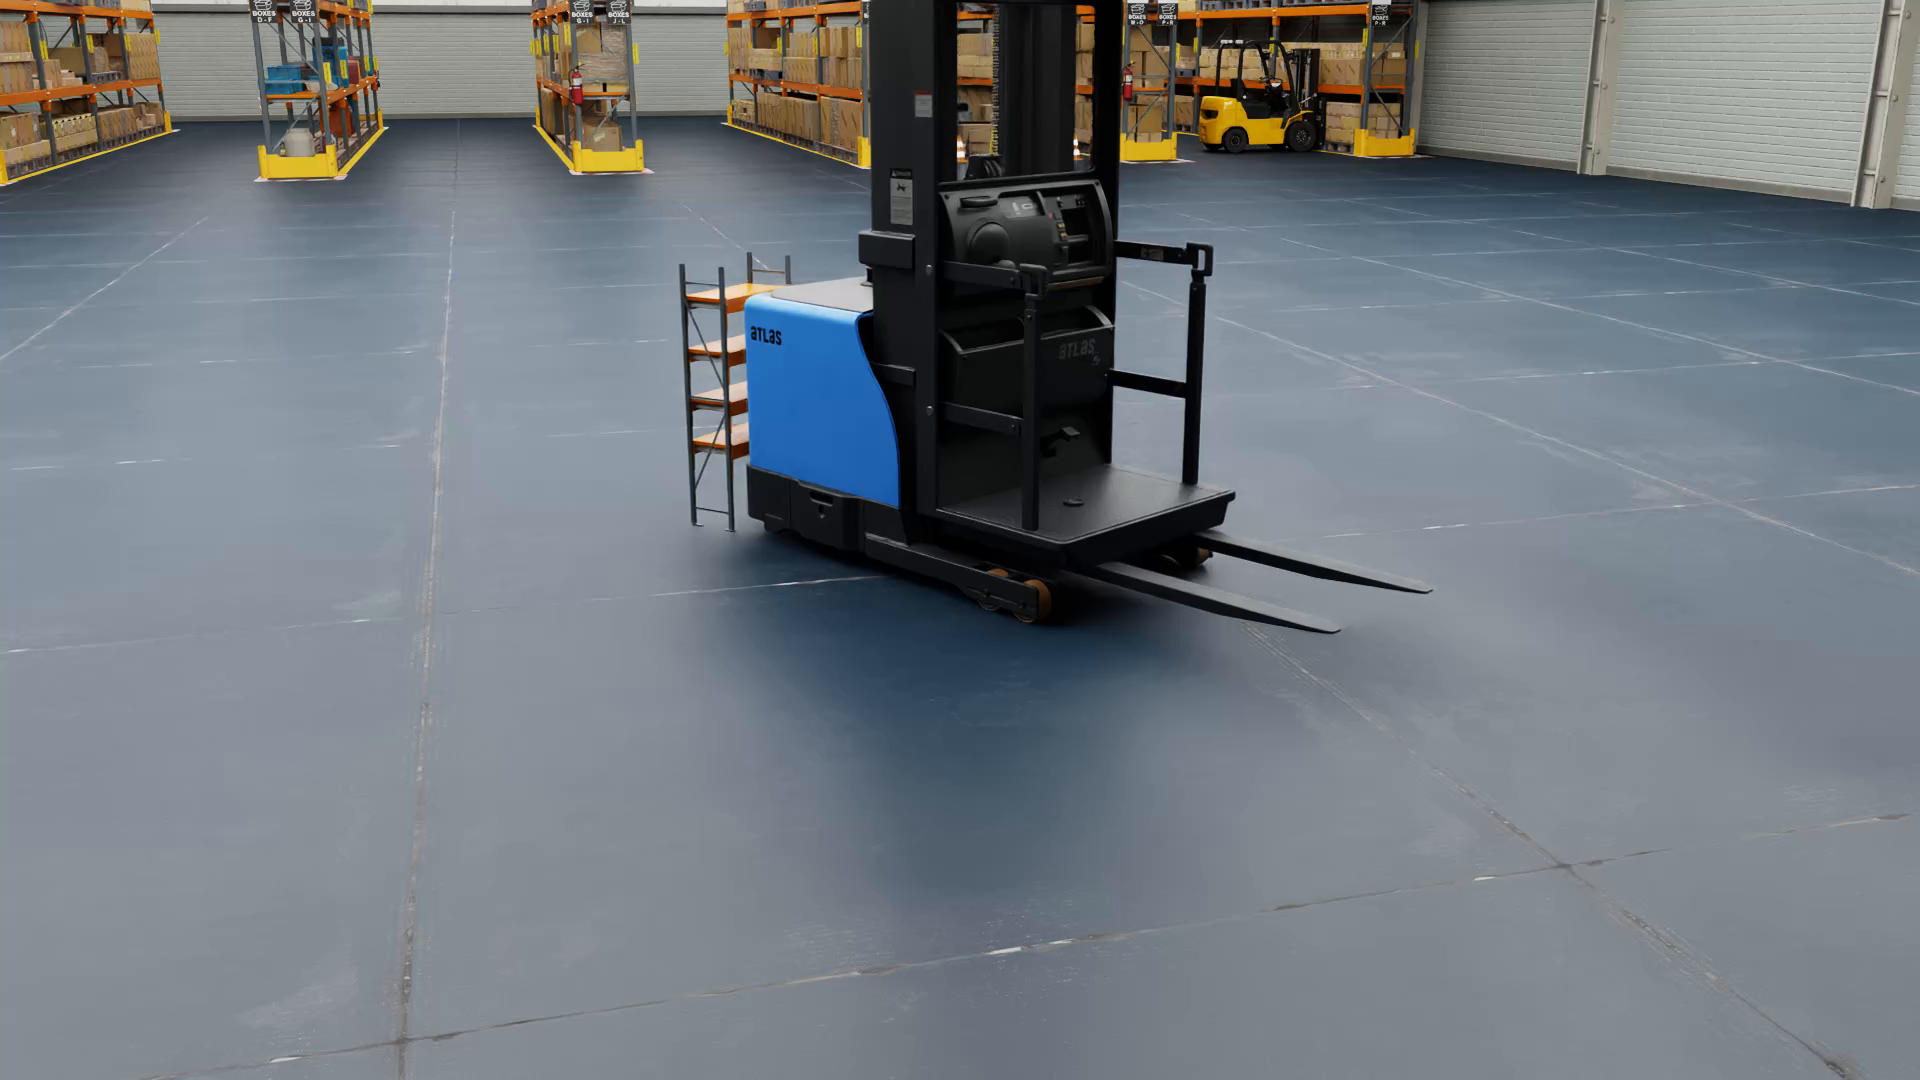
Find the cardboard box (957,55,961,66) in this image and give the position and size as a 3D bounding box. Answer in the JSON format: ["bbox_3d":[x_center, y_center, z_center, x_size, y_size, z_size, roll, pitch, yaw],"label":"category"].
[{"bbox_3d":[0.221,-11.775,40.831,0.500,0.250,0.500,-4,17,-14],"label":"cardboard box"}]

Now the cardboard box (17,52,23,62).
[{"bbox_3d":[-16.161,-8.202,28.243,0.380,0.149,0.250,-5,17,-15],"label":"cardboard box"}]

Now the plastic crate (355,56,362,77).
[{"bbox_3d":[-14.094,-11.045,38.792,0.402,0.464,0.583,-5,17,-15],"label":"plastic crate"}]

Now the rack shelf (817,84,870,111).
[{"bbox_3d":[-1.783,-8.364,31.333,1.077,0.370,4.000,-5,17,-15],"label":"rack shelf"}]

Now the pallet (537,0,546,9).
[{"bbox_3d":[-8.457,-11.524,35.717,1.213,0.211,1.003,-4,17,-13],"label":"pallet"}]

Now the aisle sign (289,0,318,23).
[{"bbox_3d":[-10.491,-8.648,26.509,0.394,0.787,0.004,-5,17,-15],"label":"aisle sign"}]

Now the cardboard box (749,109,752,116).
[{"bbox_3d":[-5.010,-10.589,41.197,0.380,0.149,0.250,-6,18,-18],"label":"cardboard box"}]

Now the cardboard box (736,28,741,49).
[{"bbox_3d":[-5.353,-12.680,42.021,0.500,0.500,0.500,-5,18,-17],"label":"cardboard box"}]

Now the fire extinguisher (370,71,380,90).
[{"bbox_3d":[-14.794,-11.687,41.929,0.296,0.674,0.183,-5,17,-15],"label":"fire extinguisher"}]

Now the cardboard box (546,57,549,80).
[{"bbox_3d":[-8.880,-10.451,36.855,0.500,0.500,0.500,-5,18,-17],"label":"cardboard box"}]

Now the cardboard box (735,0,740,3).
[{"bbox_3d":[-5.347,-13.618,41.753,0.500,0.250,0.500,-5,18,-17],"label":"cardboard box"}]

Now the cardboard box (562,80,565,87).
[{"bbox_3d":[-7.303,-8.624,31.384,0.380,0.149,0.250,-5,17,-15],"label":"cardboard box"}]

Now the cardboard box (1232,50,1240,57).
[{"bbox_3d":[6.336,-10.928,37.318,0.380,0.149,0.250,-5,17,-17],"label":"cardboard box"}]

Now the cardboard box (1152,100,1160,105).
[{"bbox_3d":[5.177,-10.855,41.990,0.500,0.500,0.500,-5,17,-17],"label":"cardboard box"}]

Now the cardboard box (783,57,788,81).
[{"bbox_3d":[-3.568,-10.271,36.256,0.500,0.500,0.500,-5,17,-15],"label":"cardboard box"}]

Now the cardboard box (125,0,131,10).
[{"bbox_3d":[-18.883,-11.986,37.186,0.500,0.250,0.500,-5,17,-15],"label":"cardboard box"}]

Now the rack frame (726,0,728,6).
[{"bbox_3d":[-5.631,-15.454,43.258,1.000,3.000,0.127,-5,17,-15],"label":"rack frame"}]

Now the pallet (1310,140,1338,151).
[{"bbox_3d":[7.688,-8.178,34.309,1.003,0.211,1.213,-5,17,-15],"label":"pallet"}]

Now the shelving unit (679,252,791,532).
[{"bbox_3d":[-1.011,-0.690,7.663,0.258,1.200,0.503,10,19,29],"label":"shelving unit"}]

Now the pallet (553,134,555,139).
[{"bbox_3d":[-8.705,-9.229,37.810,1.003,0.211,1.213,-5,17,-15],"label":"pallet"}]

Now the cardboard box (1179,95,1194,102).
[{"bbox_3d":[5.557,-10.762,40.552,0.380,0.149,0.250,-5,18,-17],"label":"cardboard box"}]

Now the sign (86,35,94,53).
[{"bbox_3d":[-17.222,-9.821,32.921,0.100,0.325,0.005,-5,17,-15],"label":"sign"}]

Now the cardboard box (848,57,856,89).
[{"bbox_3d":[-1.551,-8.477,30.197,0.875,0.550,0.550,-5,17,-15],"label":"cardboard box"}]

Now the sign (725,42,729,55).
[{"bbox_3d":[-6.152,-12.953,43.854,0.100,0.325,0.005,-5,17,-15],"label":"sign"}]

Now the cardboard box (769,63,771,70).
[{"bbox_3d":[-4.076,-10.618,37.293,0.380,0.149,0.250,-5,17,-15],"label":"cardboard box"}]

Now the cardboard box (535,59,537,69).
[{"bbox_3d":[-10.555,-12.133,42.375,0.500,0.250,0.500,-5,17,-17],"label":"cardboard box"}]

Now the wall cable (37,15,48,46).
[{"bbox_3d":[-25.926,-14.021,43.884,3.097,2.526,0.112,-5,17,-15],"label":"wall cable"}]

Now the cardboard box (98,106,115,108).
[{"bbox_3d":[-19.283,-9.477,37.368,0.500,0.500,0.500,-5,17,-15],"label":"cardboard box"}]

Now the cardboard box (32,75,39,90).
[{"bbox_3d":[-16.833,-8.176,29.718,0.500,0.250,0.500,-4,17,-12],"label":"cardboard box"}]

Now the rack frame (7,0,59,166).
[{"bbox_3d":[-16.655,-8.115,29.255,1.000,3.000,0.127,-5,17,-15],"label":"rack frame"}]

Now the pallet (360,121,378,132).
[{"bbox_3d":[-15.000,-10.259,41.237,1.003,0.211,1.213,-5,17,-15],"label":"pallet"}]

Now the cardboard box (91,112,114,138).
[{"bbox_3d":[-17.754,-8.528,34.209,0.500,0.500,0.500,-5,18,-17],"label":"cardboard box"}]

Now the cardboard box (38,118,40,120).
[{"bbox_3d":[-17.461,-7.779,31.208,0.500,0.311,0.500,-5,17,-16],"label":"cardboard box"}]

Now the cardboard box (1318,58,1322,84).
[{"bbox_3d":[7.459,-9.555,33.875,0.500,0.500,0.500,-5,17,-15],"label":"cardboard box"}]

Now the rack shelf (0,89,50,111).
[{"bbox_3d":[-16.106,-7.218,27.517,1.077,0.370,4.000,-5,17,-15],"label":"rack shelf"}]

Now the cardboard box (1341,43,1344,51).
[{"bbox_3d":[7.776,-9.762,32.919,0.380,0.149,0.250,-5,17,-15],"label":"cardboard box"}]

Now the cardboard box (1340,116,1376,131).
[{"bbox_3d":[7.835,-8.202,32.723,0.500,0.250,0.500,-5,17,-16],"label":"cardboard box"}]

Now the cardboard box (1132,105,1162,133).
[{"bbox_3d":[3.535,-8.070,31.848,0.500,0.500,0.500,-5,18,-17],"label":"cardboard box"}]

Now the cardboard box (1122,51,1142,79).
[{"bbox_3d":[3.084,-8.893,31.154,0.500,0.500,0.500,-5,17,-16],"label":"cardboard box"}]

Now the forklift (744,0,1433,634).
[{"bbox_3d":[0.429,-1.252,6.525,1.130,2.935,3.031,-16,23,-43],"label":"forklift"}]

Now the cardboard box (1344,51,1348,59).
[{"bbox_3d":[7.794,-9.545,32.714,0.380,0.149,0.250,-4,17,-14],"label":"cardboard box"}]

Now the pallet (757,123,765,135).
[{"bbox_3d":[-4.316,-9.924,40.123,1.003,0.211,1.213,-5,17,-15],"label":"pallet"}]

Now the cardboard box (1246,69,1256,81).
[{"bbox_3d":[6.637,-10.260,36.655,0.500,0.250,0.500,-5,17,-16],"label":"cardboard box"}]

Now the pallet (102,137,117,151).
[{"bbox_3d":[-17.923,-8.096,34.037,1.003,0.211,1.213,-5,17,-15],"label":"pallet"}]

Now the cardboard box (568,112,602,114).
[{"bbox_3d":[-7.698,-8.525,34.199,0.700,0.500,0.500,-3,17,-11],"label":"cardboard box"}]

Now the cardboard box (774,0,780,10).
[{"bbox_3d":[-3.833,-11.991,36.768,0.500,0.500,0.500,-5,17,-15],"label":"cardboard box"}]

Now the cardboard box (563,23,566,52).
[{"bbox_3d":[-6.826,-9.008,29.798,0.500,0.500,0.500,-5,17,-15],"label":"cardboard box"}]

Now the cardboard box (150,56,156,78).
[{"bbox_3d":[-19.422,-11.237,39.473,0.500,0.500,0.500,-5,17,-15],"label":"cardboard box"}]

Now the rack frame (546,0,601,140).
[{"bbox_3d":[-8.229,-10.004,35.542,1.000,3.000,0.127,-5,17,-15],"label":"rack frame"}]

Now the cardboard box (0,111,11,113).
[{"bbox_3d":[-16.829,-7.206,28.973,0.500,0.500,0.500,-5,17,-15],"label":"cardboard box"}]

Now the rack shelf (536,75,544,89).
[{"bbox_3d":[-9.878,-11.319,41.171,1.077,0.370,4.000,-5,17,-15],"label":"rack shelf"}]

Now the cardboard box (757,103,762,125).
[{"bbox_3d":[-4.583,-10.253,39.987,0.500,0.500,0.500,-4,17,-13],"label":"cardboard box"}]

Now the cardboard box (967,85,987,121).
[{"bbox_3d":[0.703,-10.663,40.699,0.875,0.875,0.875,-4,17,-14],"label":"cardboard box"}]
